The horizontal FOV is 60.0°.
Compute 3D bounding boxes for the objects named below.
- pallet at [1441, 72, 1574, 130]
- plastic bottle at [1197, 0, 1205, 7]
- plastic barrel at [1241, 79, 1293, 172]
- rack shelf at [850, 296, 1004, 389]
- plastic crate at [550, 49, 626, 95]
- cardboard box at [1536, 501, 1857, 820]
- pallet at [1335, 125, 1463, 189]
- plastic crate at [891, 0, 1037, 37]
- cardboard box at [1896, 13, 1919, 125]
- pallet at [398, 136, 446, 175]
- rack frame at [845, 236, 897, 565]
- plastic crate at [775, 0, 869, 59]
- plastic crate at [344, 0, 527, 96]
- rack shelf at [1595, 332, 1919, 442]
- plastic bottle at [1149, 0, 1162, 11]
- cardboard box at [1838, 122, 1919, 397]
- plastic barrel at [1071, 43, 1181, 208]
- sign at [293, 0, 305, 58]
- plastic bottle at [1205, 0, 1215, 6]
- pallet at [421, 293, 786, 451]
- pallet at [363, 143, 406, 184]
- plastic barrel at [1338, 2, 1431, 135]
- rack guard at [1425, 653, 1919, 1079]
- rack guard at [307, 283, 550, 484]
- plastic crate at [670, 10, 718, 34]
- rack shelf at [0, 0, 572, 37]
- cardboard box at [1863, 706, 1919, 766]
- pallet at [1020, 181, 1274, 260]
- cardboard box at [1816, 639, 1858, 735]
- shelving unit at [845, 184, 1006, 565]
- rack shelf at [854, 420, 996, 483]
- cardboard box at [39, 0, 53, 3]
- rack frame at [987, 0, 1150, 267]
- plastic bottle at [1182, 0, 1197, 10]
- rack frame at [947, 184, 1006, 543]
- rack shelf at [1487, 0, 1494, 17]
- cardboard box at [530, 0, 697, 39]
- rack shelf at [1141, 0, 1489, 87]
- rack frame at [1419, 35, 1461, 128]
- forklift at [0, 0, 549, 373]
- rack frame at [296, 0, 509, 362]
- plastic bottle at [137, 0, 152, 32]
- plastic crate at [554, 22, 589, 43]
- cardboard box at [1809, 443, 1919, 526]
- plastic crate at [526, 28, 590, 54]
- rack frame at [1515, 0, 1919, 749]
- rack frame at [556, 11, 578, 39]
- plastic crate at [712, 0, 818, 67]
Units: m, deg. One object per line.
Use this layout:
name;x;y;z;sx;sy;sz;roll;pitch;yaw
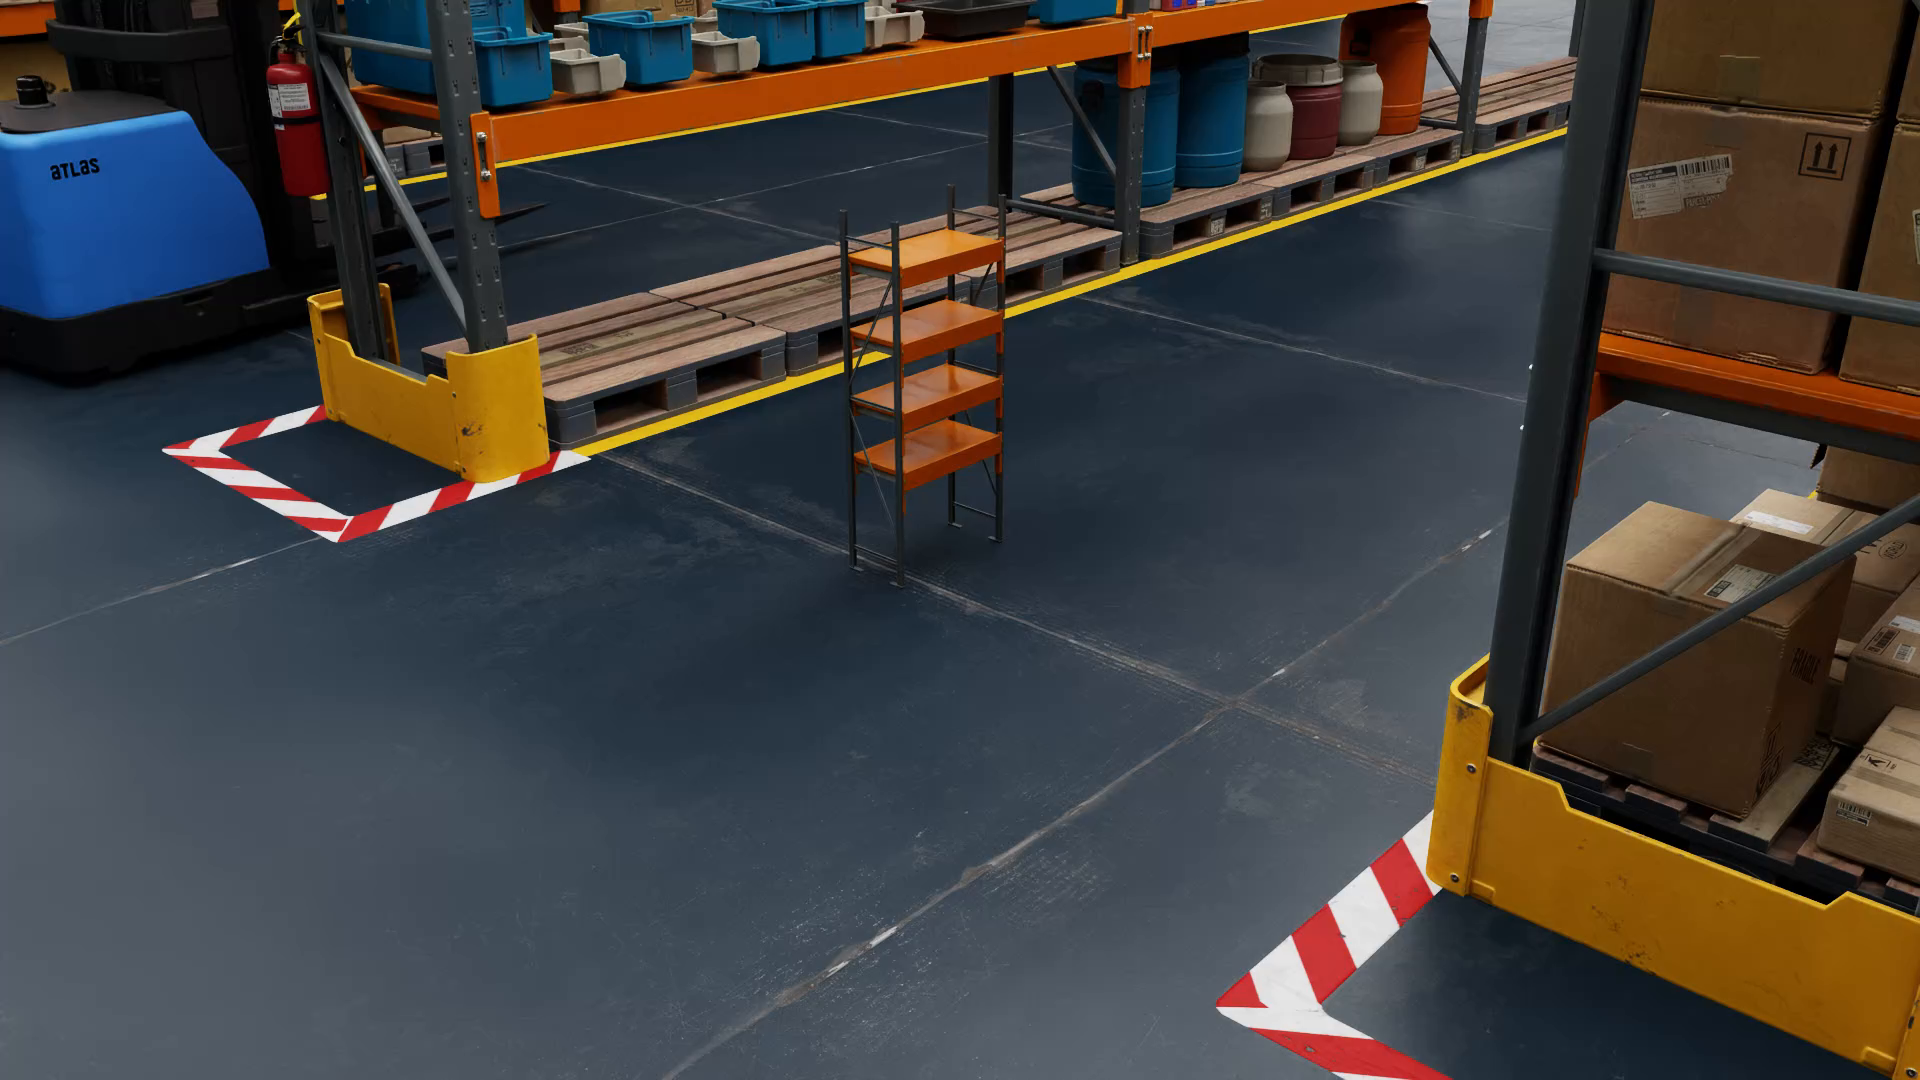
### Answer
pallet;4.599;-3.552;13.414;1.003;0.211;1.213;20;31;38
plastic bottle;1.284;-2.996;9.008;0.097;0.201;0.097;0;24;0
plastic barrel;1.860;-2.591;10.390;0.421;0.512;0.421;0;24;0
rack shelf;-0.110;-0.640;5.328;0.258;0.148;0.480;20;31;38
plastic crate;-1.415;-1.759;6.256;0.250;0.136;0.298;20;31;38
cardboard box;1.765;0.269;4.001;0.500;0.500;0.500;20;31;38
pallet;2.743;-2.705;11.525;1.003;0.211;1.213;20;31;38
plastic crate;0.022;-2.498;7.917;0.437;0.125;0.590;20;31;38
cardboard box;2.078;-1.003;2.976;0.500;0.500;0.500;21;32;39
pallet;-3.686;-2.880;11.915;1.003;0.211;1.213;20;31;38
rack frame;-0.274;-0.423;5.227;0.228;1.046;0.006;20;31;38
plastic crate;-0.612;-2.220;7.167;0.416;0.233;0.300;20;31;38
plastic crate;-2.017;-1.988;6.401;0.616;0.435;0.499;20;31;38
rack shelf;2.920;-0.841;4.512;0.919;0.052;3.809;20;31;38
plastic bottle;1.072;-3.019;8.877;0.144;0.351;0.185;20;31;38
cardboard box;2.078;-0.547;3.181;0.500;0.500;0.500;21;32;39
plastic barrel;0.944;-2.405;9.500;0.600;0.901;0.708;20;31;38
sign;-2.521;-2.011;6.370;0.100;0.325;0.005;20;31;38
plastic bottle;1.348;-3.057;9.059;0.097;0.271;0.097;0;24;0
pallet;-1.522;-0.760;7.187;1.003;0.211;1.213;20;31;38
pallet;-4.500;-2.506;11.082;1.003;0.211;1.213;20;31;38
plastic barrel;2.924;-3.277;11.531;0.600;0.830;0.708;20;31;38
rack guard;1.636;0.680;3.623;1.175;0.500;0.348;20;31;38
rack guard;-2.107;-0.640;6.566;1.175;0.500;0.348;20;31;38
plastic crate;-1.136;-2.268;7.390;0.298;0.136;0.250;20;31;38
rack shelf;-4.455;-3.425;10.602;1.077;0.370;4.000;20;31;38
cardboard box;2.288;0.544;3.795;0.380;0.166;0.250;20;31;38
pallet;1.115;-1.962;9.867;1.003;0.211;1.213;20;31;38
cardboard box;2.102;0.323;4.290;0.380;0.166;0.250;20;31;38
shelving unit;-0.109;-0.498;5.394;0.258;1.200;0.499;20;31;38
rack shelf;-0.110;-0.290;5.485;0.221;0.050;0.457;20;31;38
cardboard box;-5.137;-3.126;9.362;0.380;0.149;0.250;20;31;37
rack frame;0.569;-3.010;8.797;1.000;3.000;0.127;20;31;38
plastic bottle;1.220;-2.993;8.901;0.061;0.283;0.133;20;31;38
rack frame;0.052;-0.571;5.558;0.240;1.200;0.015;20;31;38
rack shelf;4.573;-4.510;13.022;1.077;0.370;4.000;20;31;38
cardboard box;-2.708;-3.785;12.610;1.225;0.875;0.875;20;31;38
rack shelf;1.903;-3.291;10.304;1.077;0.370;4.000;20;31;38
rack frame;3.236;-4.230;11.517;0.949;2.616;0.053;20;31;38
forklift;-3.445;-2.610;7.988;1.130;2.935;3.031;15;28;30
rack frame;-2.101;-1.792;6.079;1.000;3.000;0.127;20;31;38
plastic bottle;-3.702;-2.025;7.812;0.171;1.395;0.111;20;31;38
plastic crate;-1.487;-2.081;6.973;0.396;0.136;0.243;20;31;38
cardboard box;3.005;-0.144;4.919;0.797;0.503;0.637;20;31;38
plastic crate;-1.692;-1.996;6.785;0.396;0.136;0.243;20;31;38
rack frame;1.588;-0.437;3.058;0.949;2.616;0.053;20;31;38
rack frame;-3.120;-4.363;11.814;1.000;3.000;0.127;20;31;38
plastic crate;-0.812;-2.129;6.963;0.416;0.233;0.300;20;31;38
